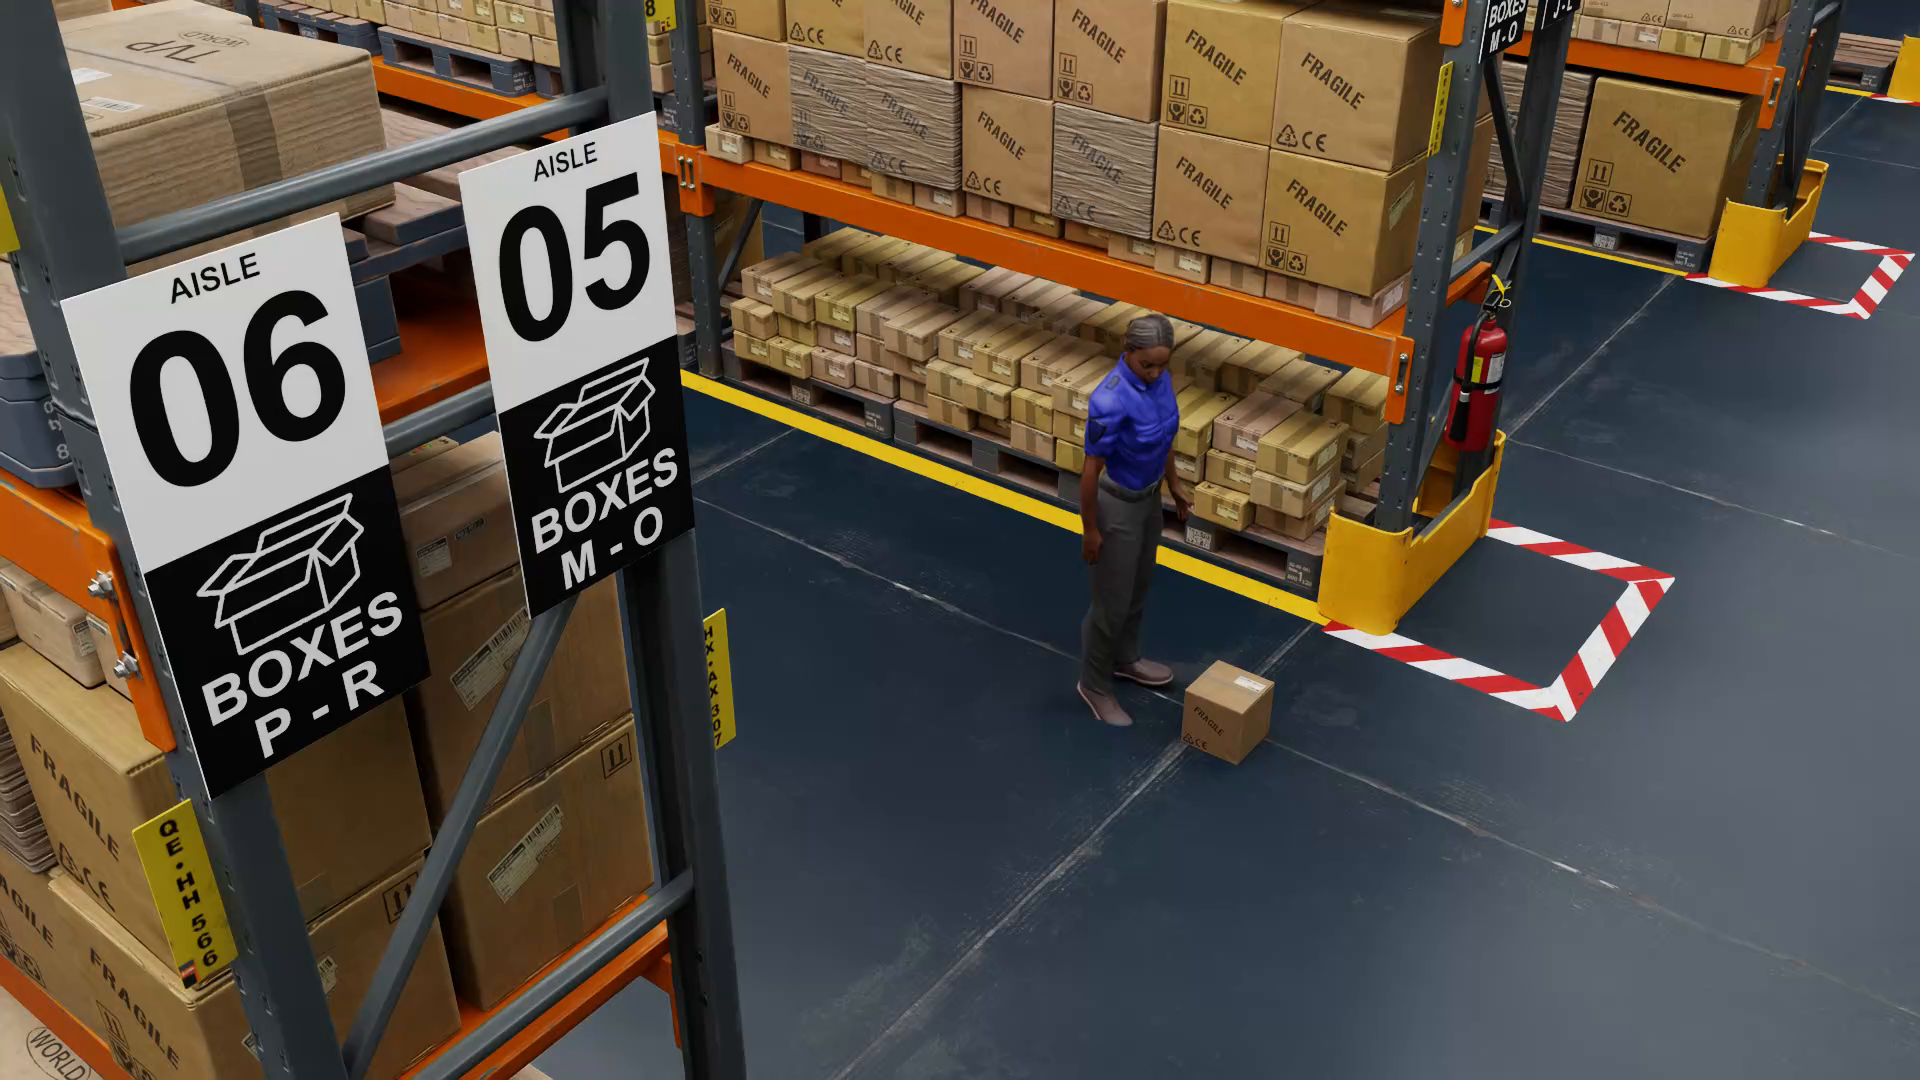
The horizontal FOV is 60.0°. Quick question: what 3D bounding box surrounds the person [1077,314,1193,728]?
[{"bbox_3d":[0.657,-0.092,6.317,0.336,1.702,0.534,17,35,26],"label":"person"}]
